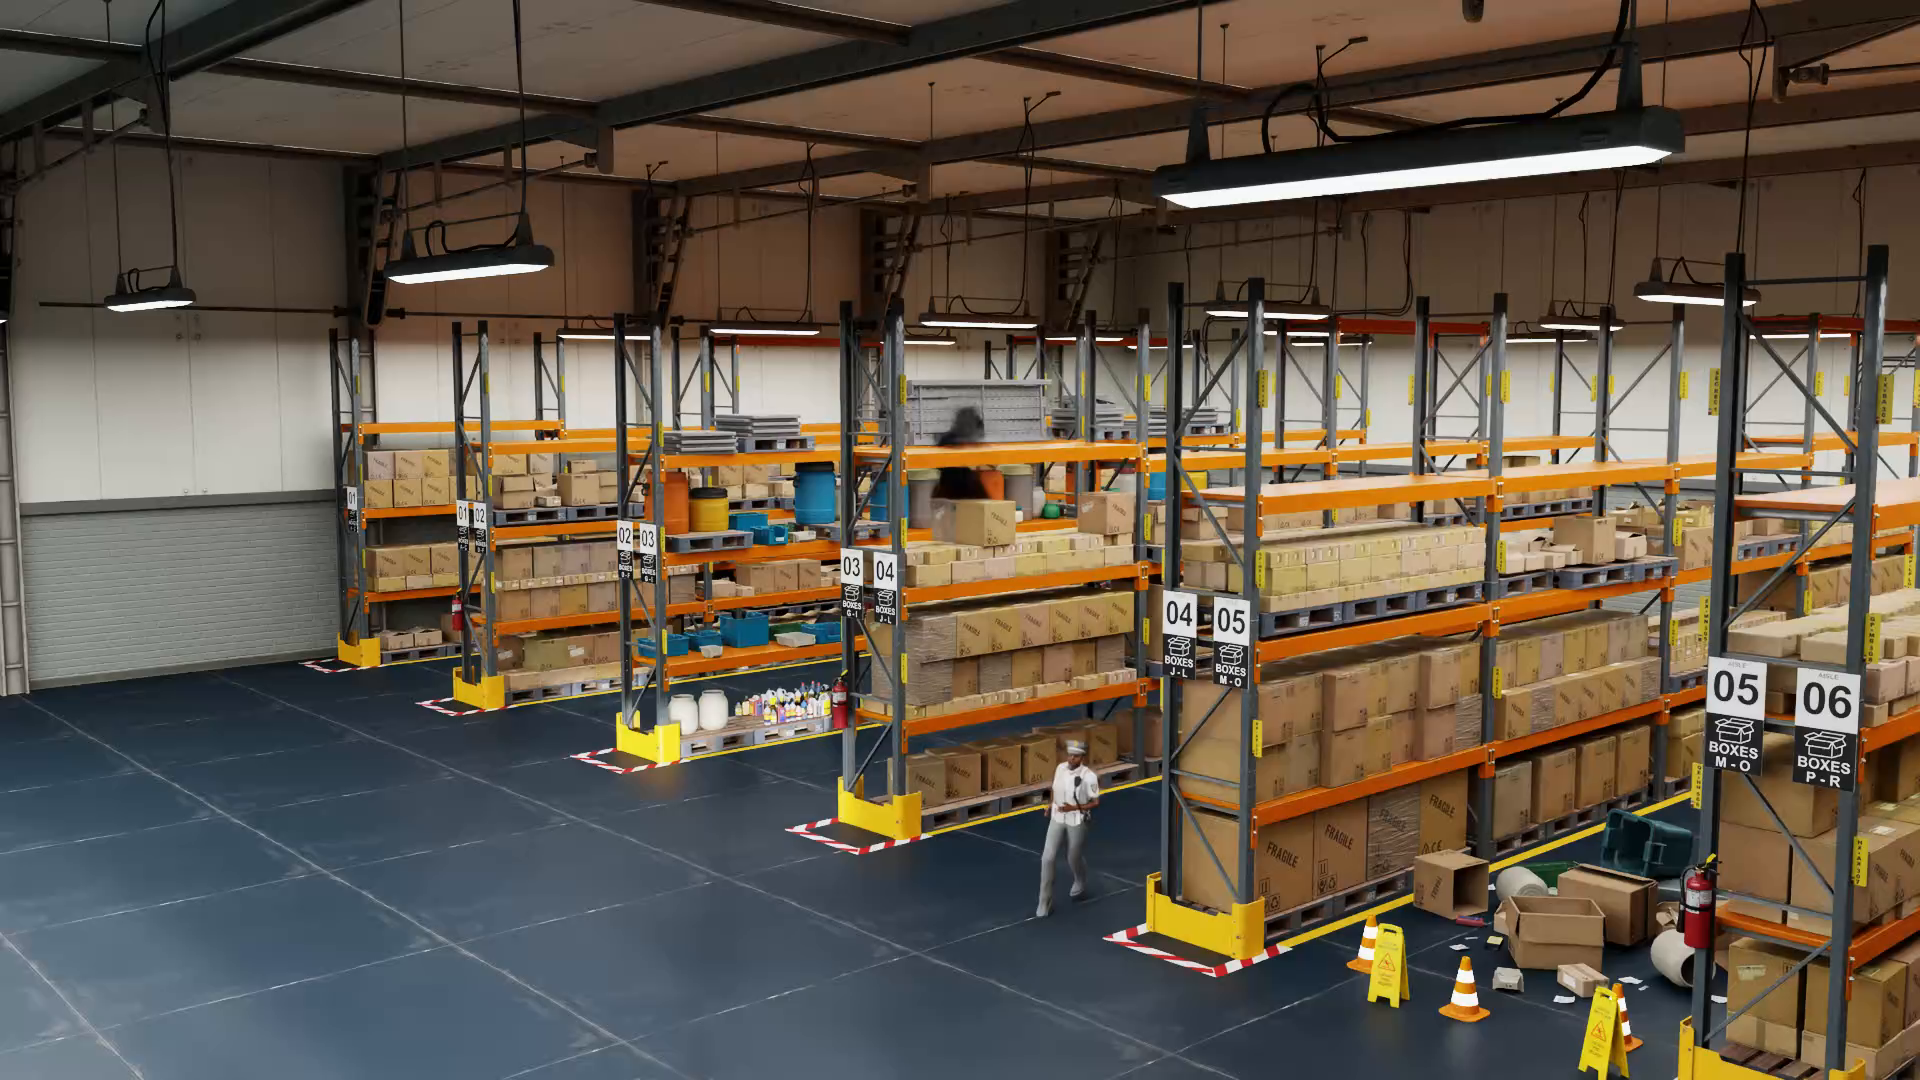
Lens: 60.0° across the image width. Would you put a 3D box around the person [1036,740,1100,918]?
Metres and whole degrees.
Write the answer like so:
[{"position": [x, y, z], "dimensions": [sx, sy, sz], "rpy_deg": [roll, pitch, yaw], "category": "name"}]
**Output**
[{"position": [1.100, 2.757, 16.126], "dimensions": [0.586, 1.726, 0.863], "rpy_deg": [3, 6, 28], "category": "person"}]
